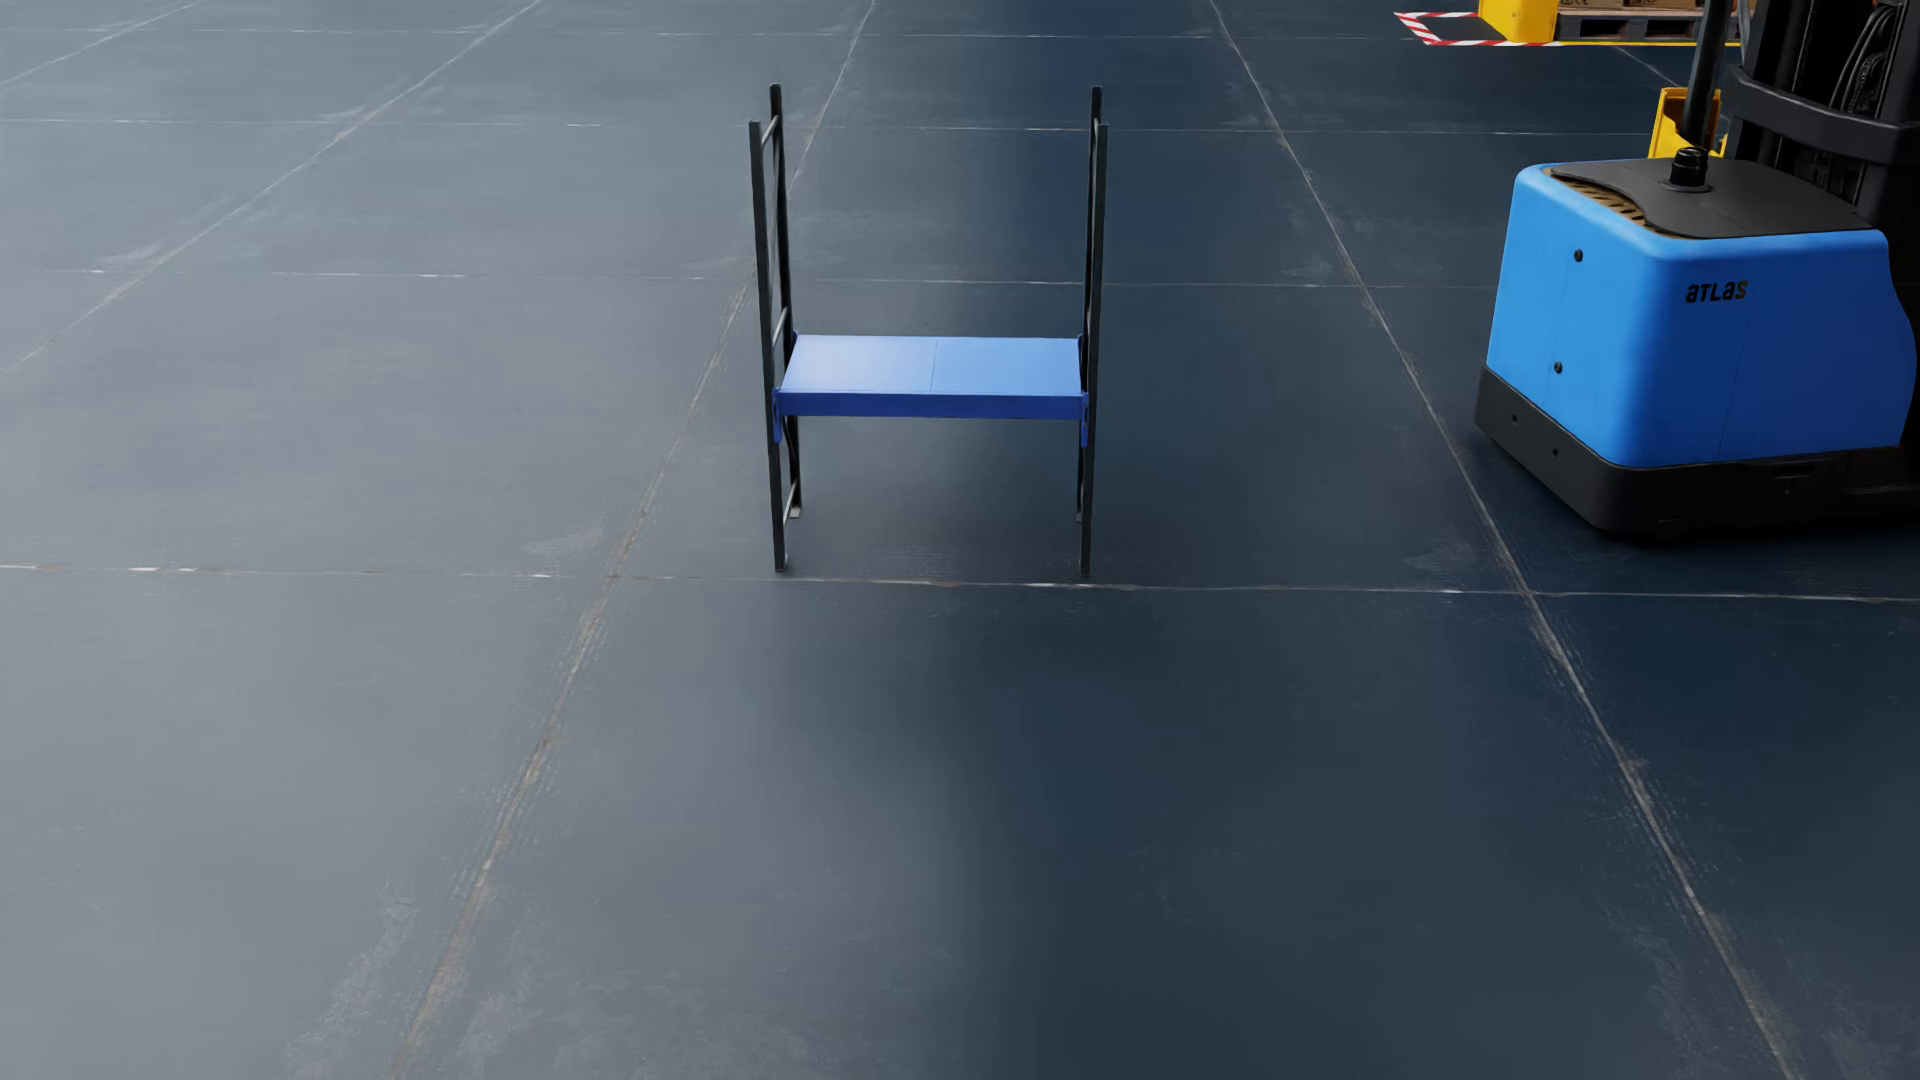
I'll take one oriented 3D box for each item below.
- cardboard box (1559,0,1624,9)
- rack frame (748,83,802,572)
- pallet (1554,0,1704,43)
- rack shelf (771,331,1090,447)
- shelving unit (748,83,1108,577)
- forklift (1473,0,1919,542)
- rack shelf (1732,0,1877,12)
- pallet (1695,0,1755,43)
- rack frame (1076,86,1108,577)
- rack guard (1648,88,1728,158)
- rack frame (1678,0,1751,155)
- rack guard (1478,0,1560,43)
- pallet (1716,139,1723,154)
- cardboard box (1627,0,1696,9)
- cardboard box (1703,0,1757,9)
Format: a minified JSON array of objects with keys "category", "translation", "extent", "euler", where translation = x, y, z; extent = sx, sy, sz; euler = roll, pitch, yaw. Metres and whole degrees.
[{"category":"cardboard box","translation":[5.113,-4.606,13.457],"extent":[0.500,0.500,0.500],"euler":[6,29,11]},{"category":"rack frame","translation":[-0.593,-0.672,5.417],"extent":[0.032,1.500,0.500],"euler":[1,28,2]},{"category":"pallet","translation":[5.376,-4.280,13.598],"extent":[1.213,0.211,1.003],"euler":[1,28,2]},{"category":"rack shelf","translation":[-0.085,-0.505,5.486],"extent":[1.000,0.185,0.538],"euler":[1,28,2]},{"category":"shelving unit","translation":[-0.085,-0.664,5.401],"extent":[1.048,1.500,0.538],"euler":[1,28,2]},{"category":"forklift","translation":[3.564,-1.620,5.676],"extent":[3.031,2.935,1.130],"euler":[-5,28,-10]},{"category":"rack shelf","translation":[6.212,-2.872,8.733],"extent":[4.000,0.370,1.077],"euler":[1,28,2]},{"category":"pallet","translation":[6.592,-4.258,13.557],"extent":[1.213,0.211,1.003],"euler":[1,28,2]},{"category":"rack frame","translation":[0.423,-0.656,5.386],"extent":[0.032,1.500,0.500],"euler":[1,28,2]},{"category":"rack guard","translation":[4.189,-2.119,9.213],"extent":[0.348,0.500,1.175],"euler":[1,28,2]},{"category":"rack frame","translation":[4.213,-3.223,8.627],"extent":[0.127,3.000,1.000],"euler":[1,28,2]},{"category":"rack guard","translation":[4.565,-4.437,13.587],"extent":[0.348,0.500,1.175],"euler":[1,28,2]},{"category":"pallet","translation":[5.015,-2.014,9.325],"extent":[1.213,0.211,1.003],"euler":[1,28,2]},{"category":"cardboard box","translation":[5.711,-4.612,13.468],"extent":[0.500,0.500,0.500],"euler":[8,29,15]},{"category":"cardboard box","translation":[6.336,-4.593,13.432],"extent":[0.500,0.500,0.500],"euler":[4,28,7]}]
